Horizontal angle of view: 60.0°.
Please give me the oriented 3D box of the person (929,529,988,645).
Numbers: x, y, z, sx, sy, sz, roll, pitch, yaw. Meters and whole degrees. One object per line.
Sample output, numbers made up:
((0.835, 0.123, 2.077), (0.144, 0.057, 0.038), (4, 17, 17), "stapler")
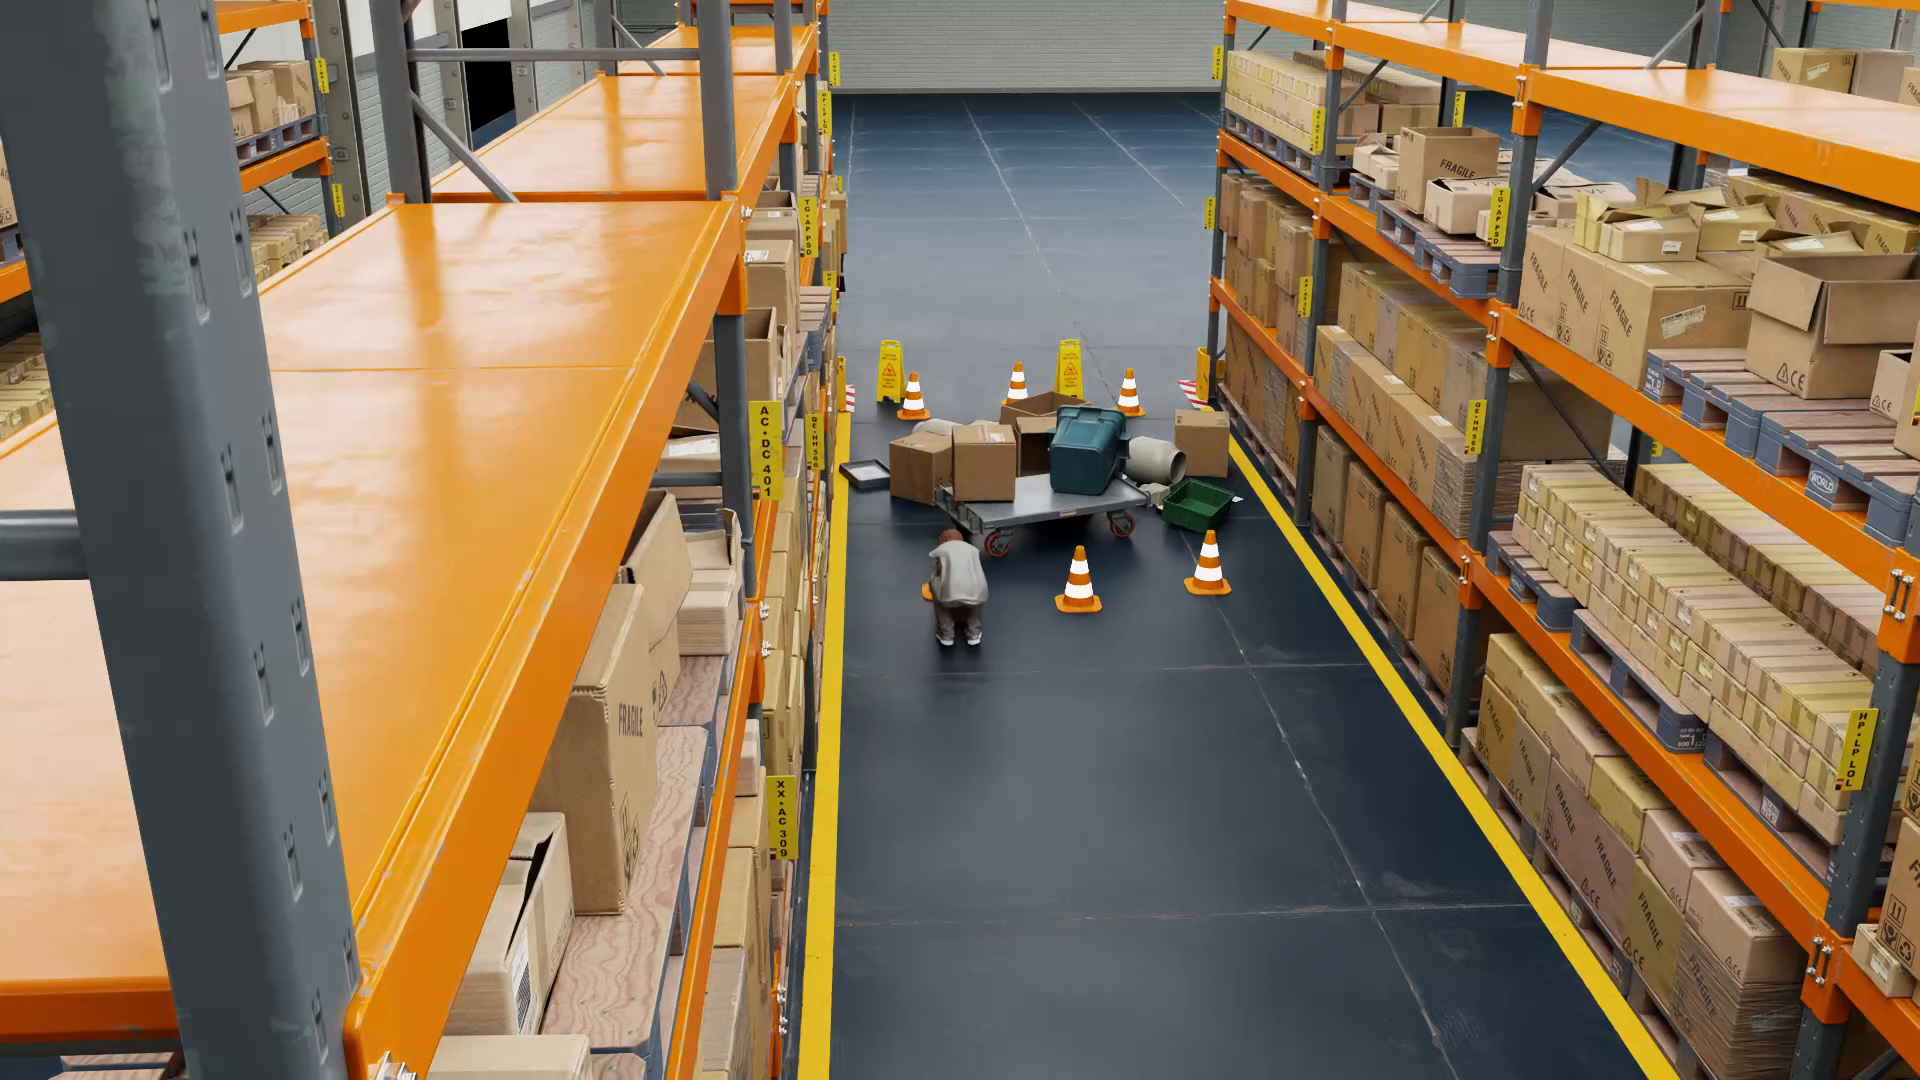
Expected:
((-0.013, 0.373, 11.941), (0.413, 0.707, 0.856), (-2, 21, -4), "person")
